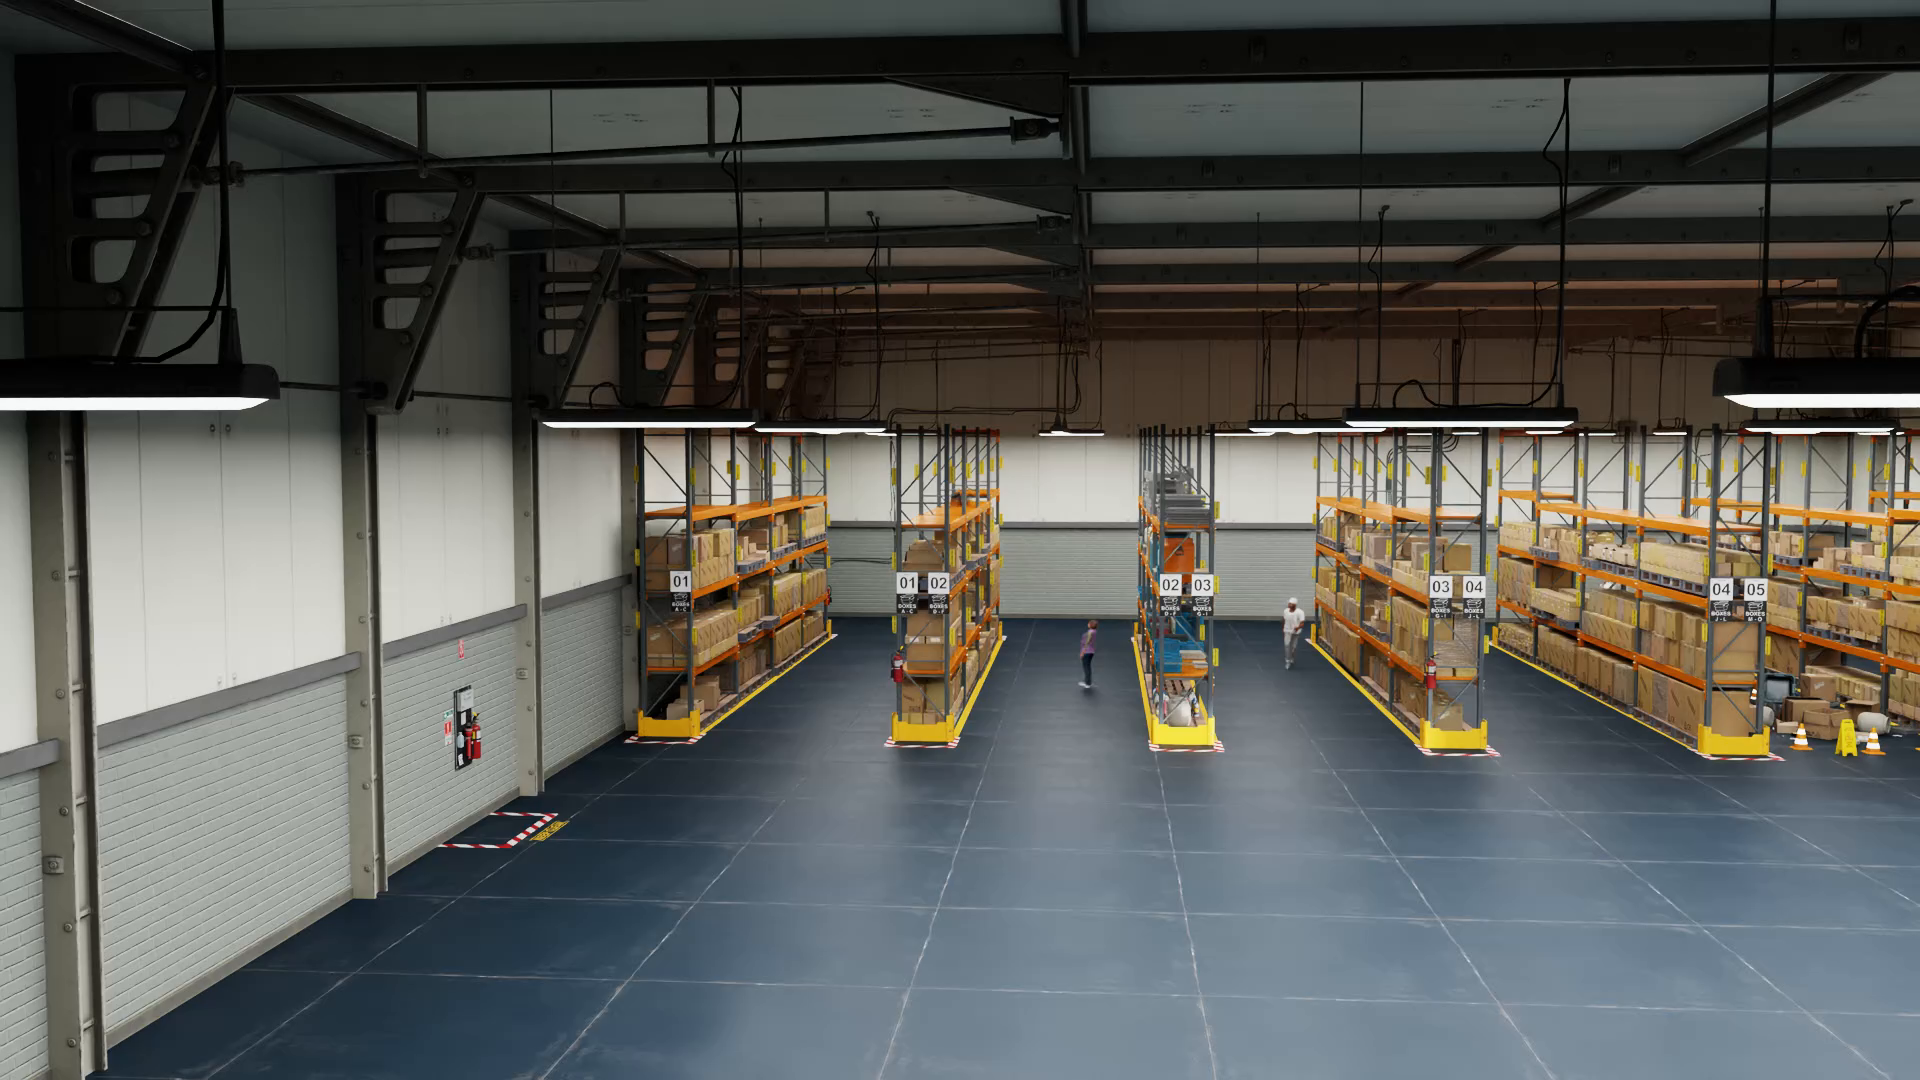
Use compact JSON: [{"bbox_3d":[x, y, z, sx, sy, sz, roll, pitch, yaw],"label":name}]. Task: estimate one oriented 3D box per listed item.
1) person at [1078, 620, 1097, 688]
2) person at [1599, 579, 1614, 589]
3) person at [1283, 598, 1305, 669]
[{"bbox_3d":[2.877,2.617,38.343,0.548,1.579,0.438,3,4,37],"label":"person"},{"bbox_3d":[19.022,1.872,48.998,1.048,1.729,0.636,-1,4,-22],"label":"person"},{"bbox_3d":[8.390,2.324,41.824,0.520,1.746,1.003,1,4,9],"label":"person"}]
